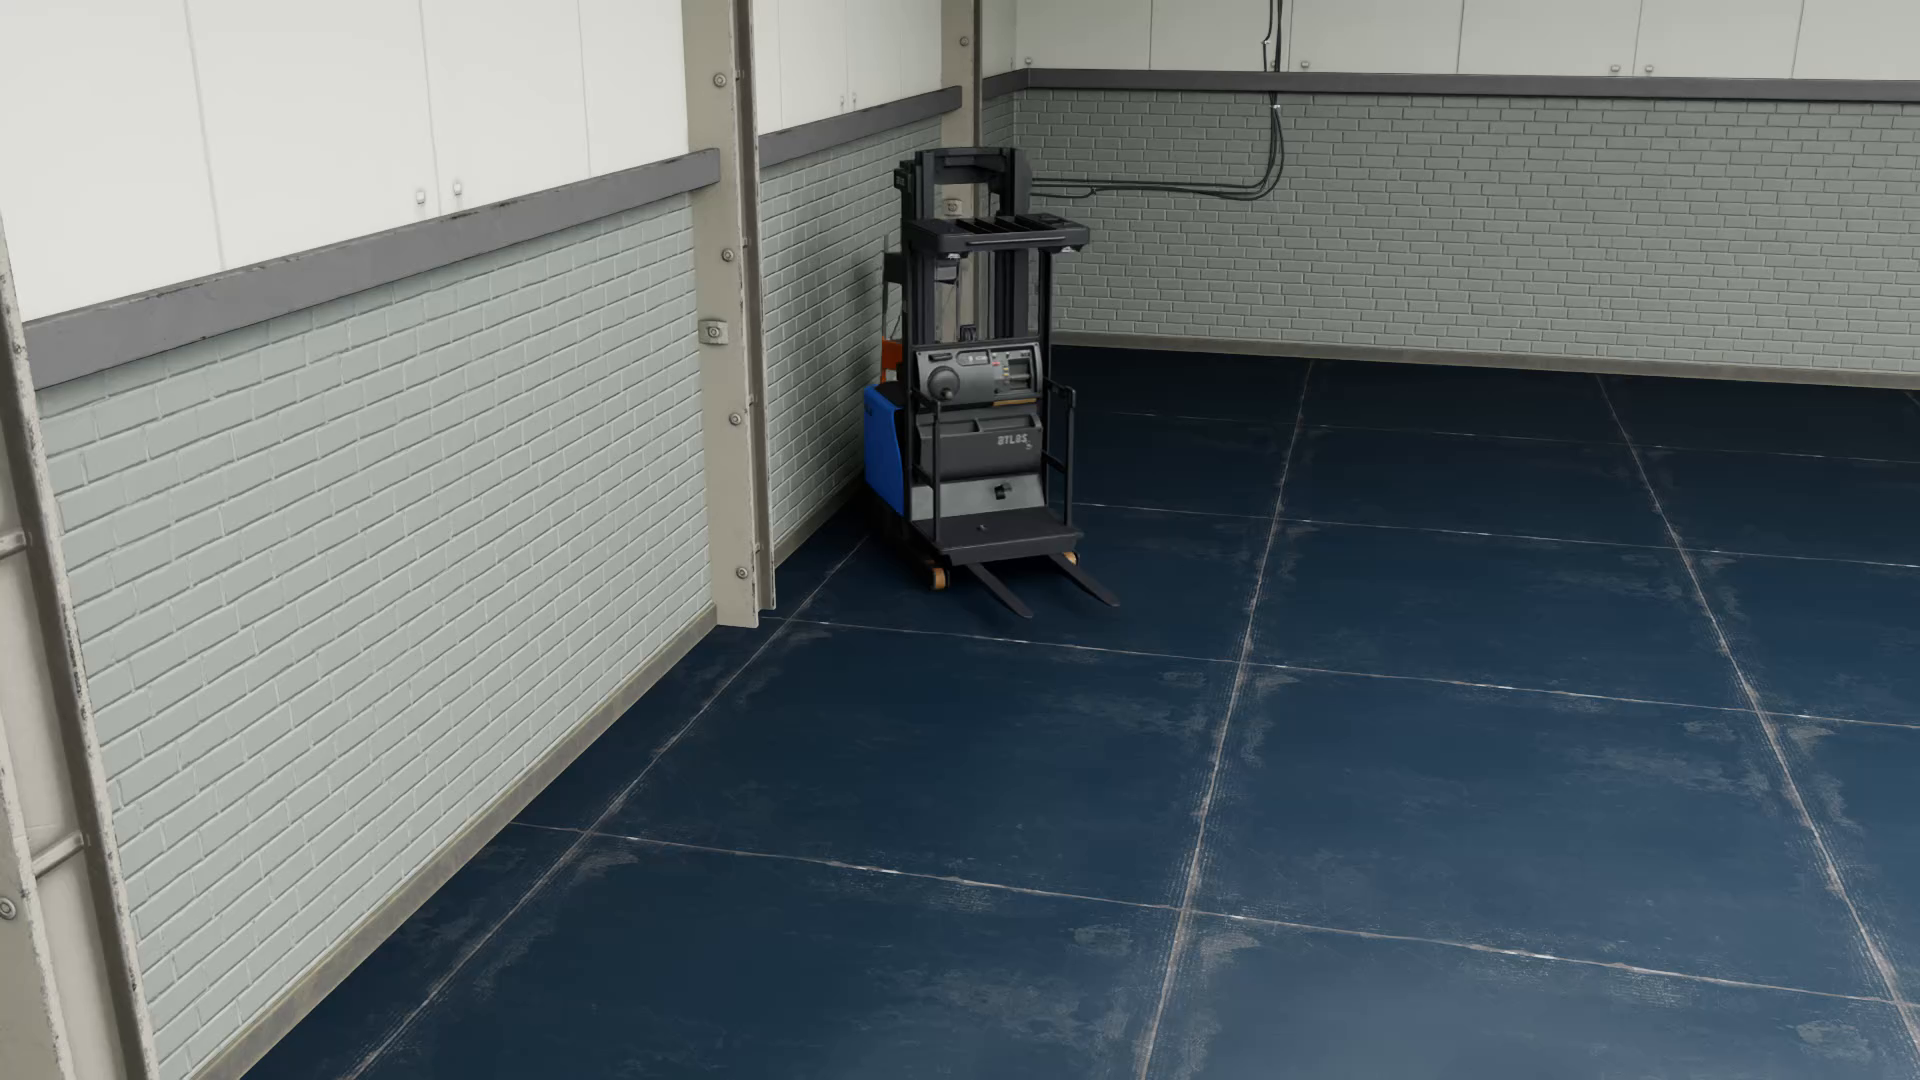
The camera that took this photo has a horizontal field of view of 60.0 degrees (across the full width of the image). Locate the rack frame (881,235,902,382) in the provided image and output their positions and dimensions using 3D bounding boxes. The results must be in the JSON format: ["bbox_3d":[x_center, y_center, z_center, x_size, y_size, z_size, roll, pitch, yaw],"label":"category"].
[{"bbox_3d":[-0.485,-1.445,13.628,0.400,2.100,0.015,-11,20,-39],"label":"rack frame"}]

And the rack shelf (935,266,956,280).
[{"bbox_3d":[-0.299,-2.146,13.238,0.332,0.100,0.442,-11,20,-39],"label":"rack shelf"}]

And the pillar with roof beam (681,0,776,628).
[{"bbox_3d":[2.724,-3.411,8.752,9.100,9.000,0.400,5,19,13],"label":"pillar with roof beam"}]

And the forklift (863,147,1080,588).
[{"bbox_3d":[0.214,-1.181,11.610,1.130,2.935,3.031,-7,20,-19],"label":"forklift"}]

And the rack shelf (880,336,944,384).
[{"bbox_3d":[-0.328,-1.376,13.454,0.431,0.518,0.480,-11,20,-39],"label":"rack shelf"}]

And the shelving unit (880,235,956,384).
[{"bbox_3d":[-0.331,-1.390,13.455,0.431,2.100,0.492,-11,20,-39],"label":"shelving unit"}]
